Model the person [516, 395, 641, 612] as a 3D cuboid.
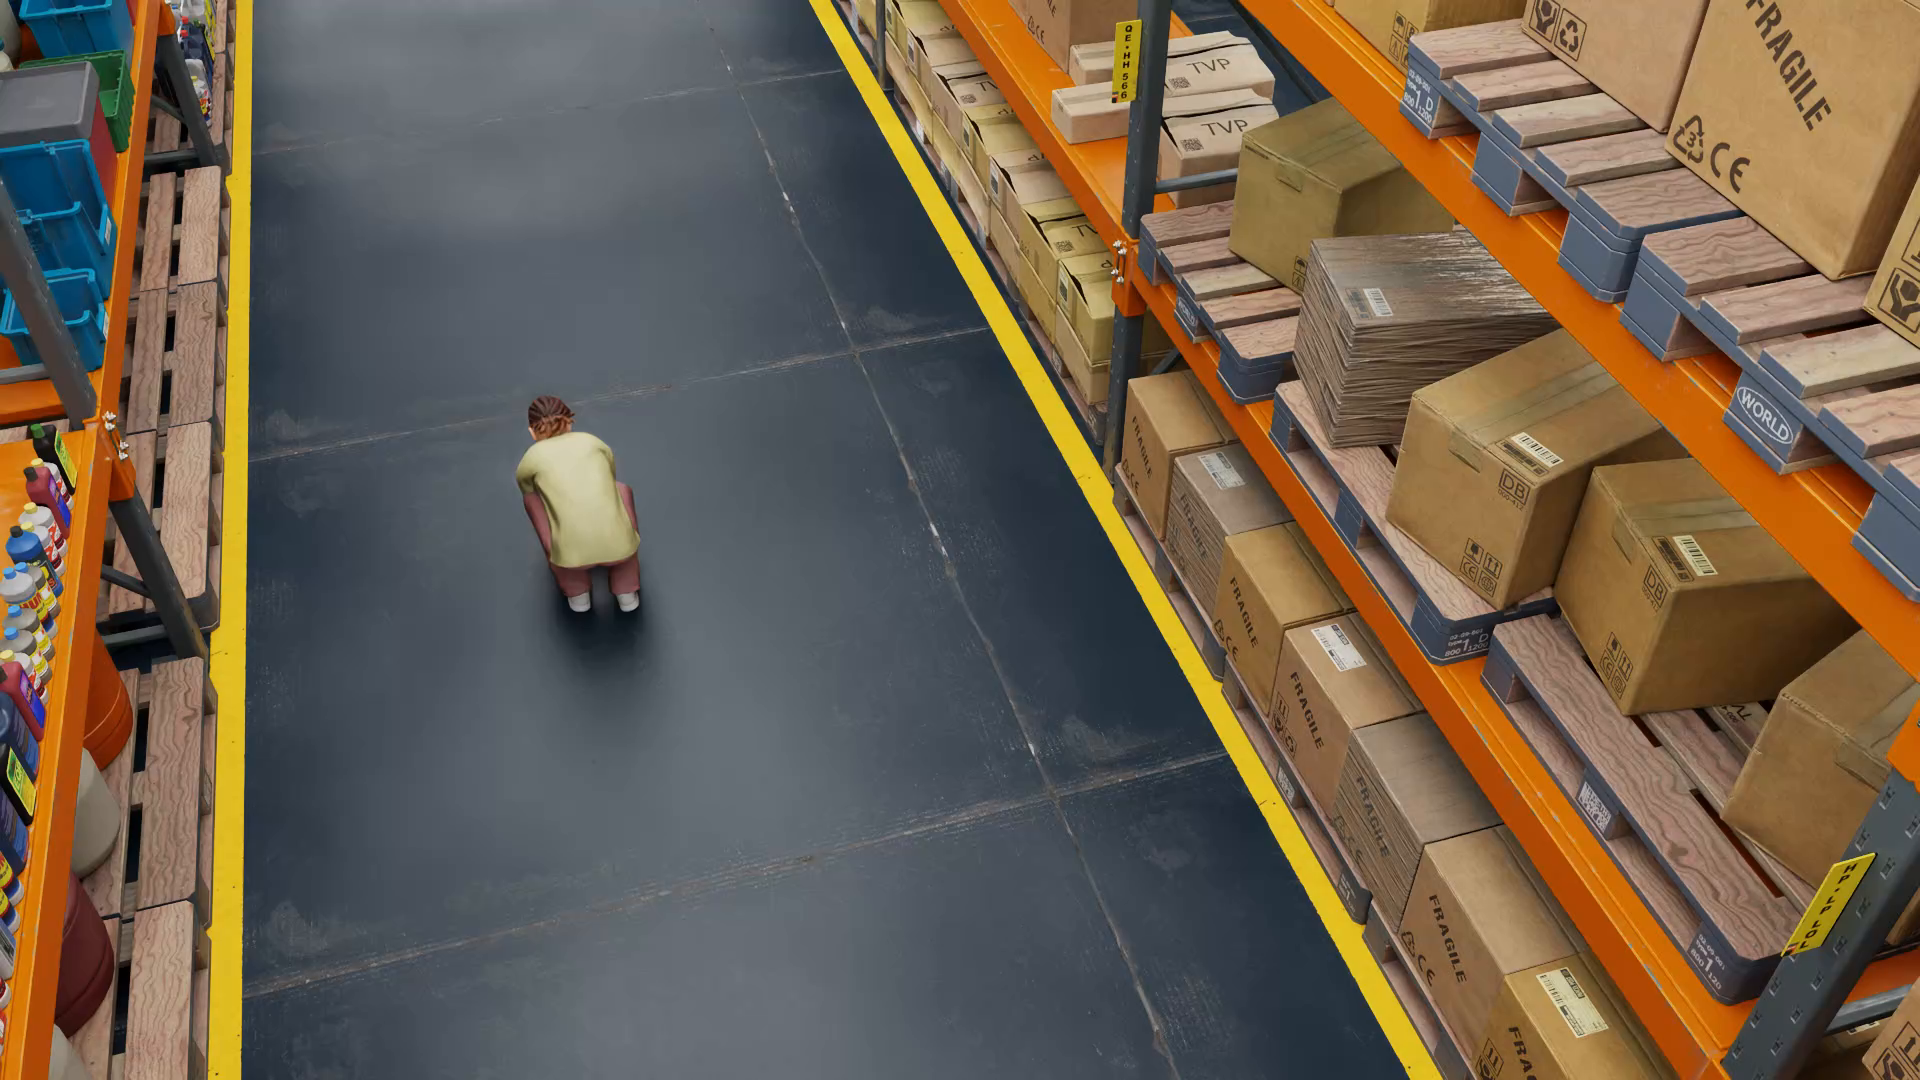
[{"bbox_3d":[-1.601,-0.117,7.027,0.461,0.802,0.843,-13,44,-13],"label":"person"}]
